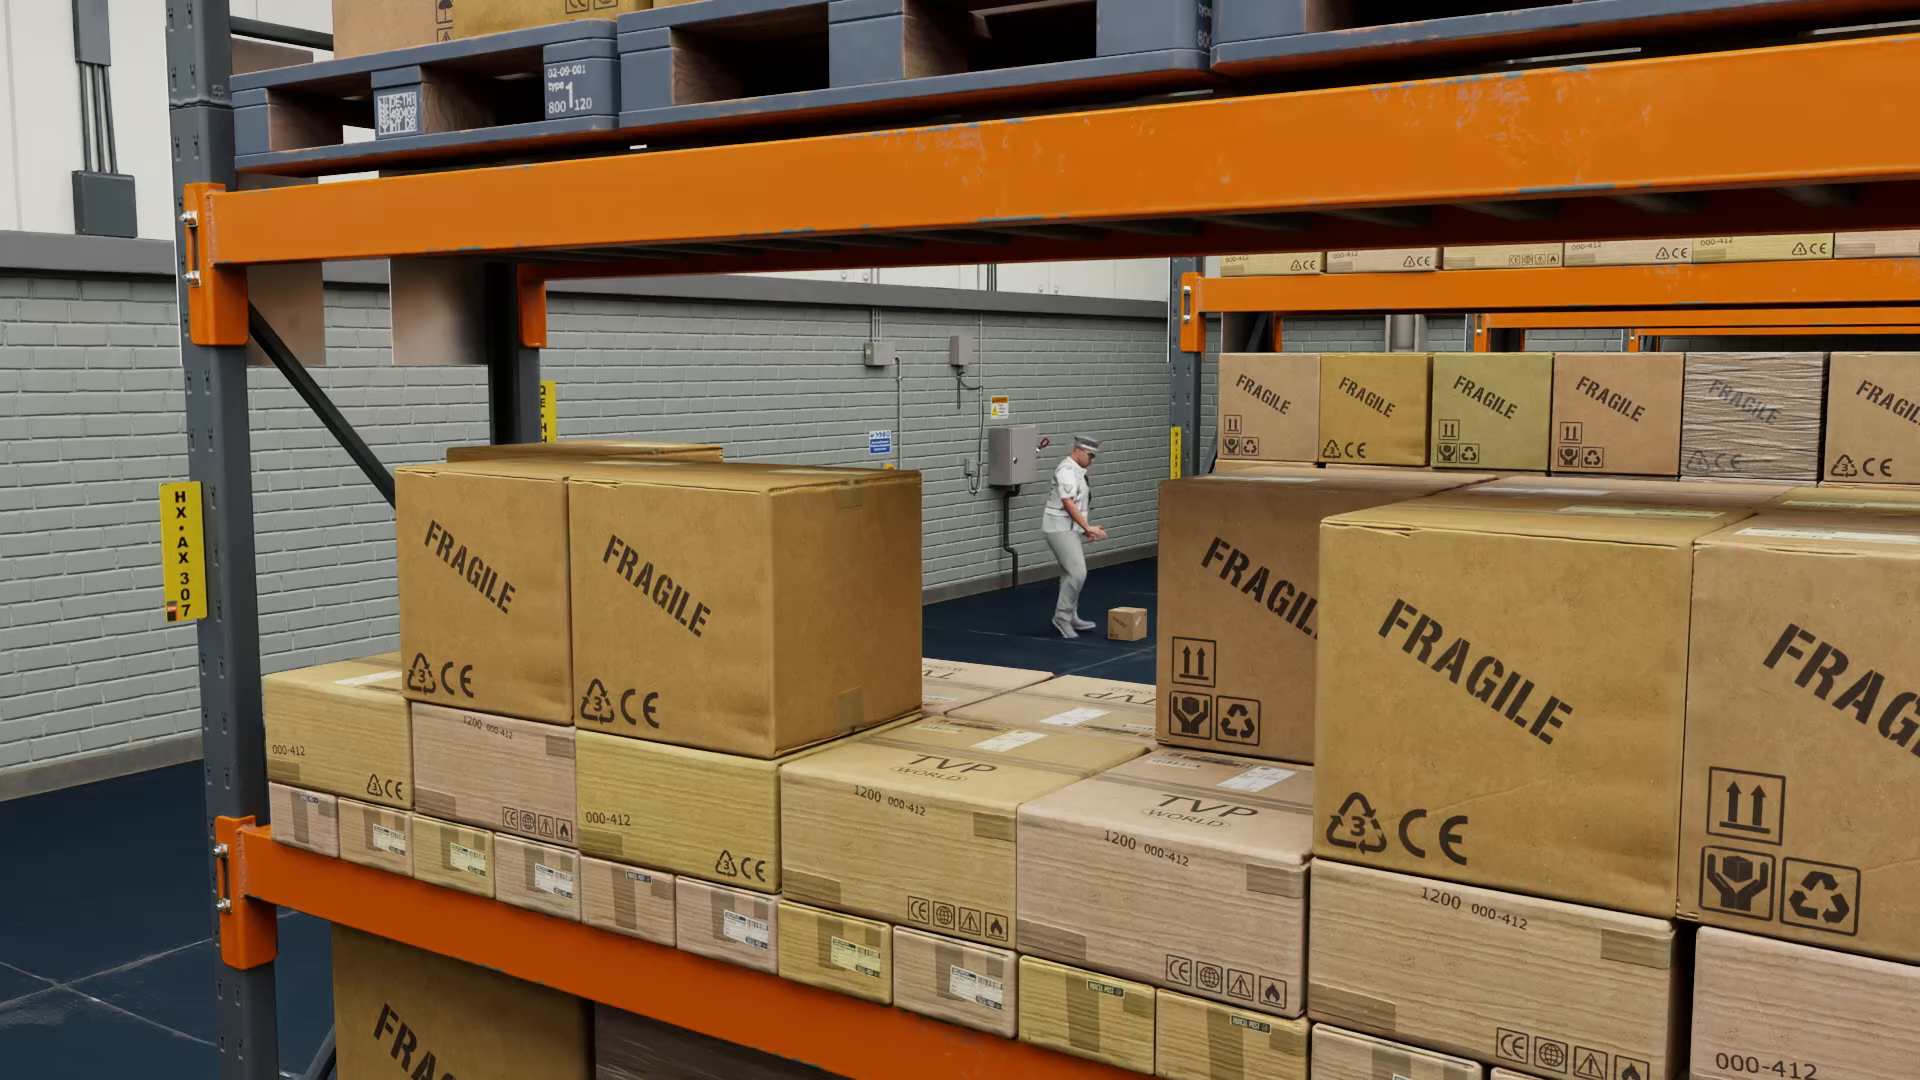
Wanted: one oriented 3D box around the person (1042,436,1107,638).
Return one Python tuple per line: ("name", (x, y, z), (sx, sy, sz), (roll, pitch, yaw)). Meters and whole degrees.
("person", (1.021, -0.022, 14.635), (0.597, 1.794, 0.551), (2, 6, 14))
